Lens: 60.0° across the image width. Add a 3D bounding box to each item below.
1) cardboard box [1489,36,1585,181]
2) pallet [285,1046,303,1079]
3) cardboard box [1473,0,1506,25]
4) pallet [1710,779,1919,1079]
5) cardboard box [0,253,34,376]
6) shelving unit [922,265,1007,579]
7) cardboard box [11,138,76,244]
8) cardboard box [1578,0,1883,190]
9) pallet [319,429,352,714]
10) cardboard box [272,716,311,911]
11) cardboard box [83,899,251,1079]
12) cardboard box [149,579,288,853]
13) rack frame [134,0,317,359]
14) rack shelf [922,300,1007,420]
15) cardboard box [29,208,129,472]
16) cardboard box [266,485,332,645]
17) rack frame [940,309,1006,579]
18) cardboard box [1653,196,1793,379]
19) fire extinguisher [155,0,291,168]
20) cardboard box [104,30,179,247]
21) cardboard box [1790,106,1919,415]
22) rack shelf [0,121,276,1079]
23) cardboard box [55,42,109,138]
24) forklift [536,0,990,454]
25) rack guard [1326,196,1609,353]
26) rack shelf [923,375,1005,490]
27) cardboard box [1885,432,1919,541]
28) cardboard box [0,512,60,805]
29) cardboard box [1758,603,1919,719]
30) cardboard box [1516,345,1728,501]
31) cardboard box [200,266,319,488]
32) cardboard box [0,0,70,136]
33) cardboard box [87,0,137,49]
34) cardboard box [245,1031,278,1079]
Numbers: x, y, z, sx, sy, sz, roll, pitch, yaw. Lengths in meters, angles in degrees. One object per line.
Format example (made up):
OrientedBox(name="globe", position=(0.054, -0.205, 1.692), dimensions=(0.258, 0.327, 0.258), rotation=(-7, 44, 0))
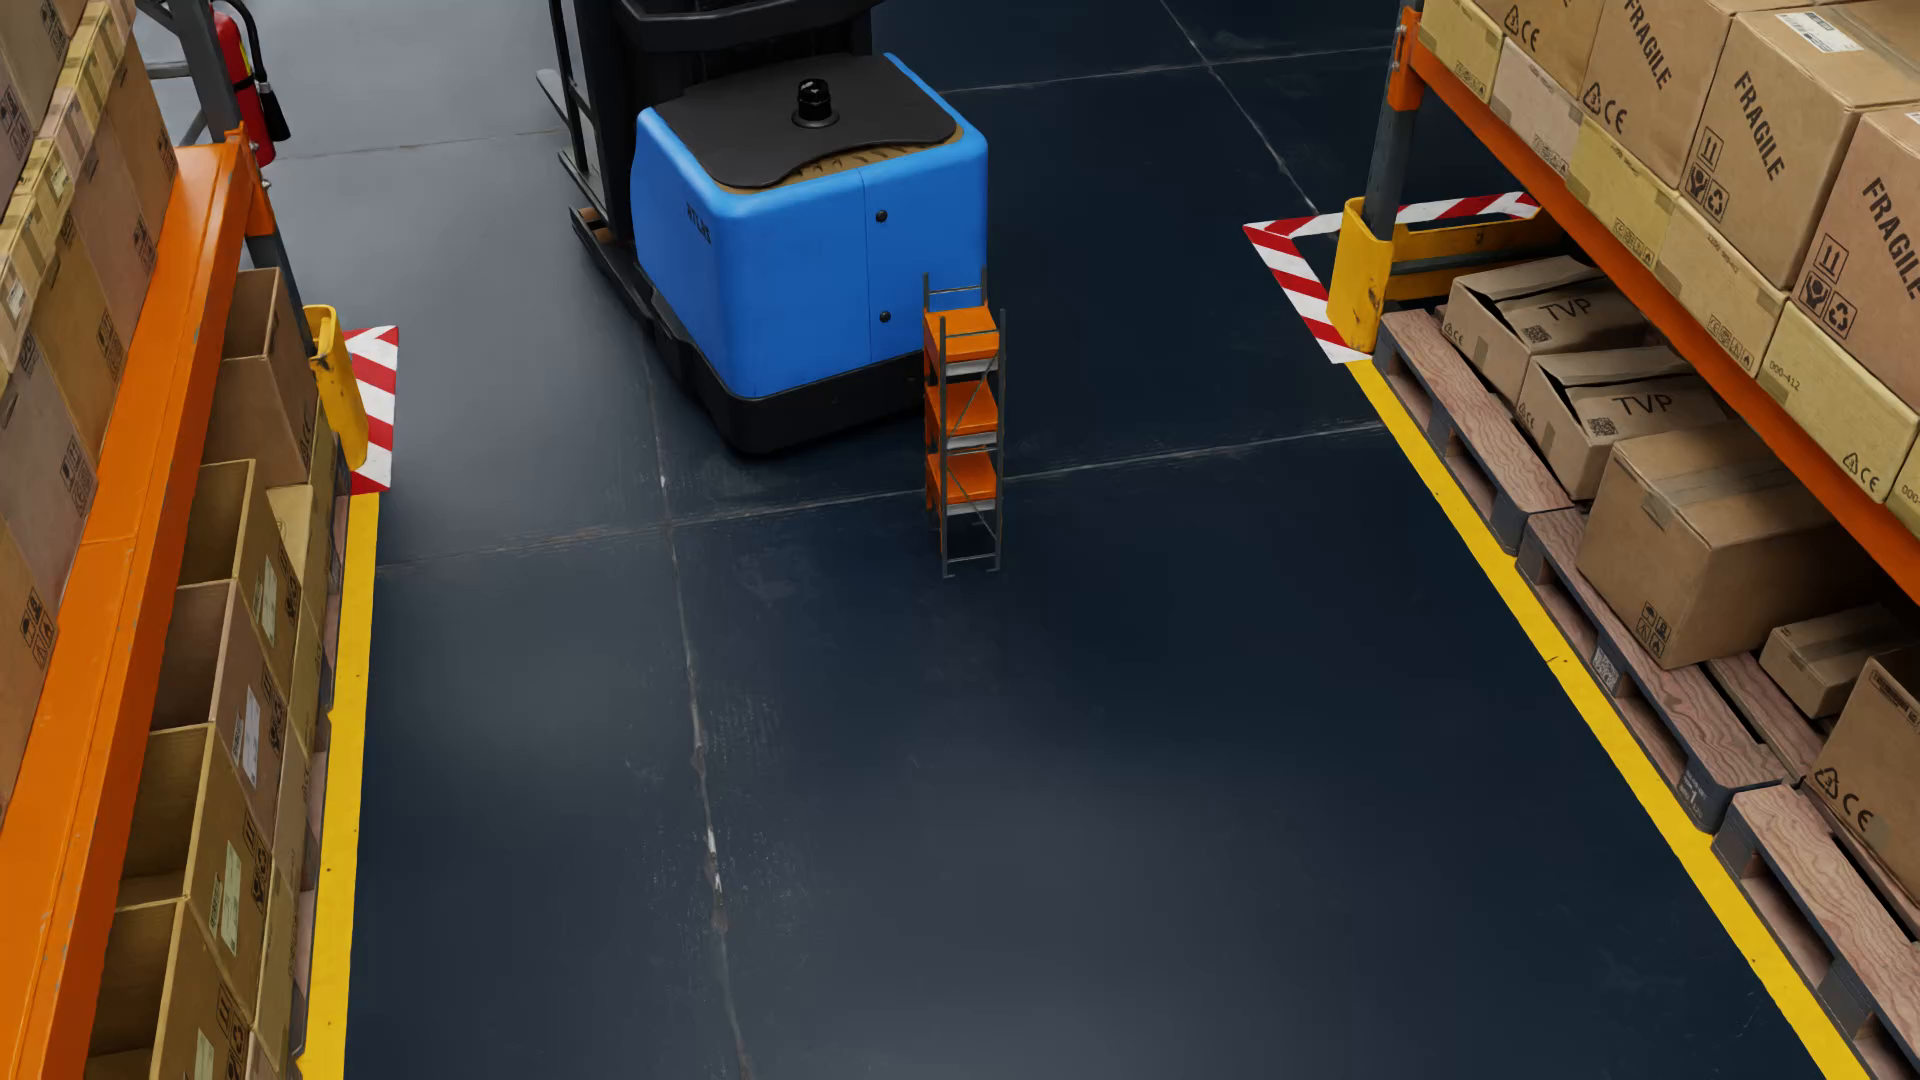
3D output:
OrientedBox(name="cardboard box", position=(1.996, -1.355, 5.115), dimensions=(0.500, 0.250, 0.500), rotation=(-10, 42, -11))
OrientedBox(name="pallet", position=(-2.029, 1.726, 3.646), dimensions=(1.003, 0.211, 1.213), rotation=(-8, 42, -9))
OrientedBox(name="cardboard box", position=(1.884, -1.980, 5.254), dimensions=(0.500, 0.500, 0.500), rotation=(-8, 42, -9))
OrientedBox(name="pallet", position=(2.759, 1.105, 4.346), dimensions=(1.003, 0.211, 1.213), rotation=(-8, 42, -9))
OrientedBox(name="cardboard box", position=(-2.156, -0.442, 3.425), dimensions=(0.380, 0.149, 0.250), rotation=(-9, 42, -10))
OrientedBox(name="shelving unit", position=(0.012, -0.358, 5.362), dimensions=(0.215, 1.050, 0.252), rotation=(-8, 42, -9))
OrientedBox(name="cardboard box", position=(-2.271, -0.779, 3.804), dimensions=(0.380, 0.149, 0.250), rotation=(-7, 42, -8))
OrientedBox(name="cardboard box", position=(2.087, -1.322, 4.513), dimensions=(0.500, 0.500, 0.500), rotation=(-10, 42, -11))
OrientedBox(name="pallet", position=(-2.556, 0.144, 5.428), dimensions=(1.003, 0.211, 1.213), rotation=(-8, 42, -9))
OrientedBox(name="cardboard box", position=(-2.022, 0.759, 4.390), dimensions=(0.500, 0.250, 0.500), rotation=(-8, 42, -9))
OrientedBox(name="cardboard box", position=(-1.808, 1.127, 3.411), dimensions=(0.500, 0.500, 0.500), rotation=(-8, 42, -9))
OrientedBox(name="cardboard box", position=(-2.018, 0.478, 4.142), dimensions=(0.500, 0.500, 0.500), rotation=(-8, 42, -9))
OrientedBox(name="rack frame", position=(-2.762, -1.388, 5.054), dimensions=(1.000, 3.000, 0.127), rotation=(-8, 42, -9))
OrientedBox(name="rack shelf", position=(0.012, -0.562, 5.181), dimensions=(0.215, 0.259, 0.240), rotation=(-8, 42, -9))
OrientedBox(name="cardboard box", position=(-2.454, -0.459, 3.932), dimensions=(0.700, 0.500, 0.500), rotation=(-8, 42, -9))
OrientedBox(name="cardboard box", position=(-2.238, 0.111, 5.120), dimensions=(0.500, 0.250, 0.500), rotation=(-8, 42, -9))
OrientedBox(name="rack frame", position=(0.038, -0.279, 5.273), dimensions=(0.200, 1.050, 0.008), rotation=(-8, 42, -9))
OrientedBox(name="cardboard box", position=(2.207, -0.696, 4.373), dimensions=(0.500, 0.250, 0.500), rotation=(-8, 42, -9))
OrientedBox(name="fire extinguisher", position=(-2.333, -1.502, 5.241), dimensions=(0.296, 0.674, 0.183), rotation=(-8, 42, -9))
OrientedBox(name="cardboard box", position=(-2.673, -1.121, 4.678), dimensions=(0.700, 0.500, 0.500), rotation=(-8, 42, -9))
OrientedBox(name="cardboard box", position=(2.322, -0.652, 3.758), dimensions=(0.500, 0.500, 0.500), rotation=(-9, 42, -11))
OrientedBox(name="rack shelf", position=(-2.330, 0.177, 3.832), dimensions=(1.077, 0.370, 4.000), rotation=(-8, 42, -9))
OrientedBox(name="cardboard box", position=(-2.380, -1.112, 4.180), dimensions=(0.380, 0.149, 0.250), rotation=(-9, 42, -10))
OrientedBox(name="forklift", position=(-1.018, -2.380, 6.223), dimensions=(1.130, 2.935, 3.031), rotation=(-19, 45, -20))
OrientedBox(name="rack guard", position=(2.091, -1.116, 6.631), dimensions=(1.175, 0.500, 0.348), rotation=(-8, 42, -9))
OrientedBox(name="rack shelf", position=(0.012, -0.350, 5.369), dimensions=(0.215, 0.259, 0.240), rotation=(-8, 42, -9))
OrientedBox(name="cardboard box", position=(2.440, -0.047, 3.641), dimensions=(0.500, 0.250, 0.500), rotation=(-8, 42, -9))
OrientedBox(name="cardboard box", position=(-2.225, 0.214, 3.174), dimensions=(0.700, 0.500, 0.500), rotation=(-8, 42, -9))
OrientedBox(name="cardboard box", position=(2.612, 0.355, 4.907), dimensions=(0.380, 0.149, 0.250), rotation=(-12, 43, -13))
OrientedBox(name="cardboard box", position=(2.259, -0.428, 5.667), dimensions=(0.500, 0.311, 0.500), rotation=(-5, 42, -6))
OrientedBox(name="cardboard box", position=(-2.355, -0.492, 5.235), dimensions=(0.500, 0.500, 0.500), rotation=(-8, 42, -9))
OrientedBox(name="cardboard box", position=(-2.543, -1.232, 3.825), dimensions=(0.700, 0.500, 0.500), rotation=(-9, 42, -10))
OrientedBox(name="cardboard box", position=(-2.493, -1.448, 4.557), dimensions=(0.380, 0.149, 0.250), rotation=(-9, 42, -10))
OrientedBox(name="cardboard box", position=(-1.805, 1.407, 3.660), dimensions=(0.500, 0.250, 0.500), rotation=(-8, 42, -9))
